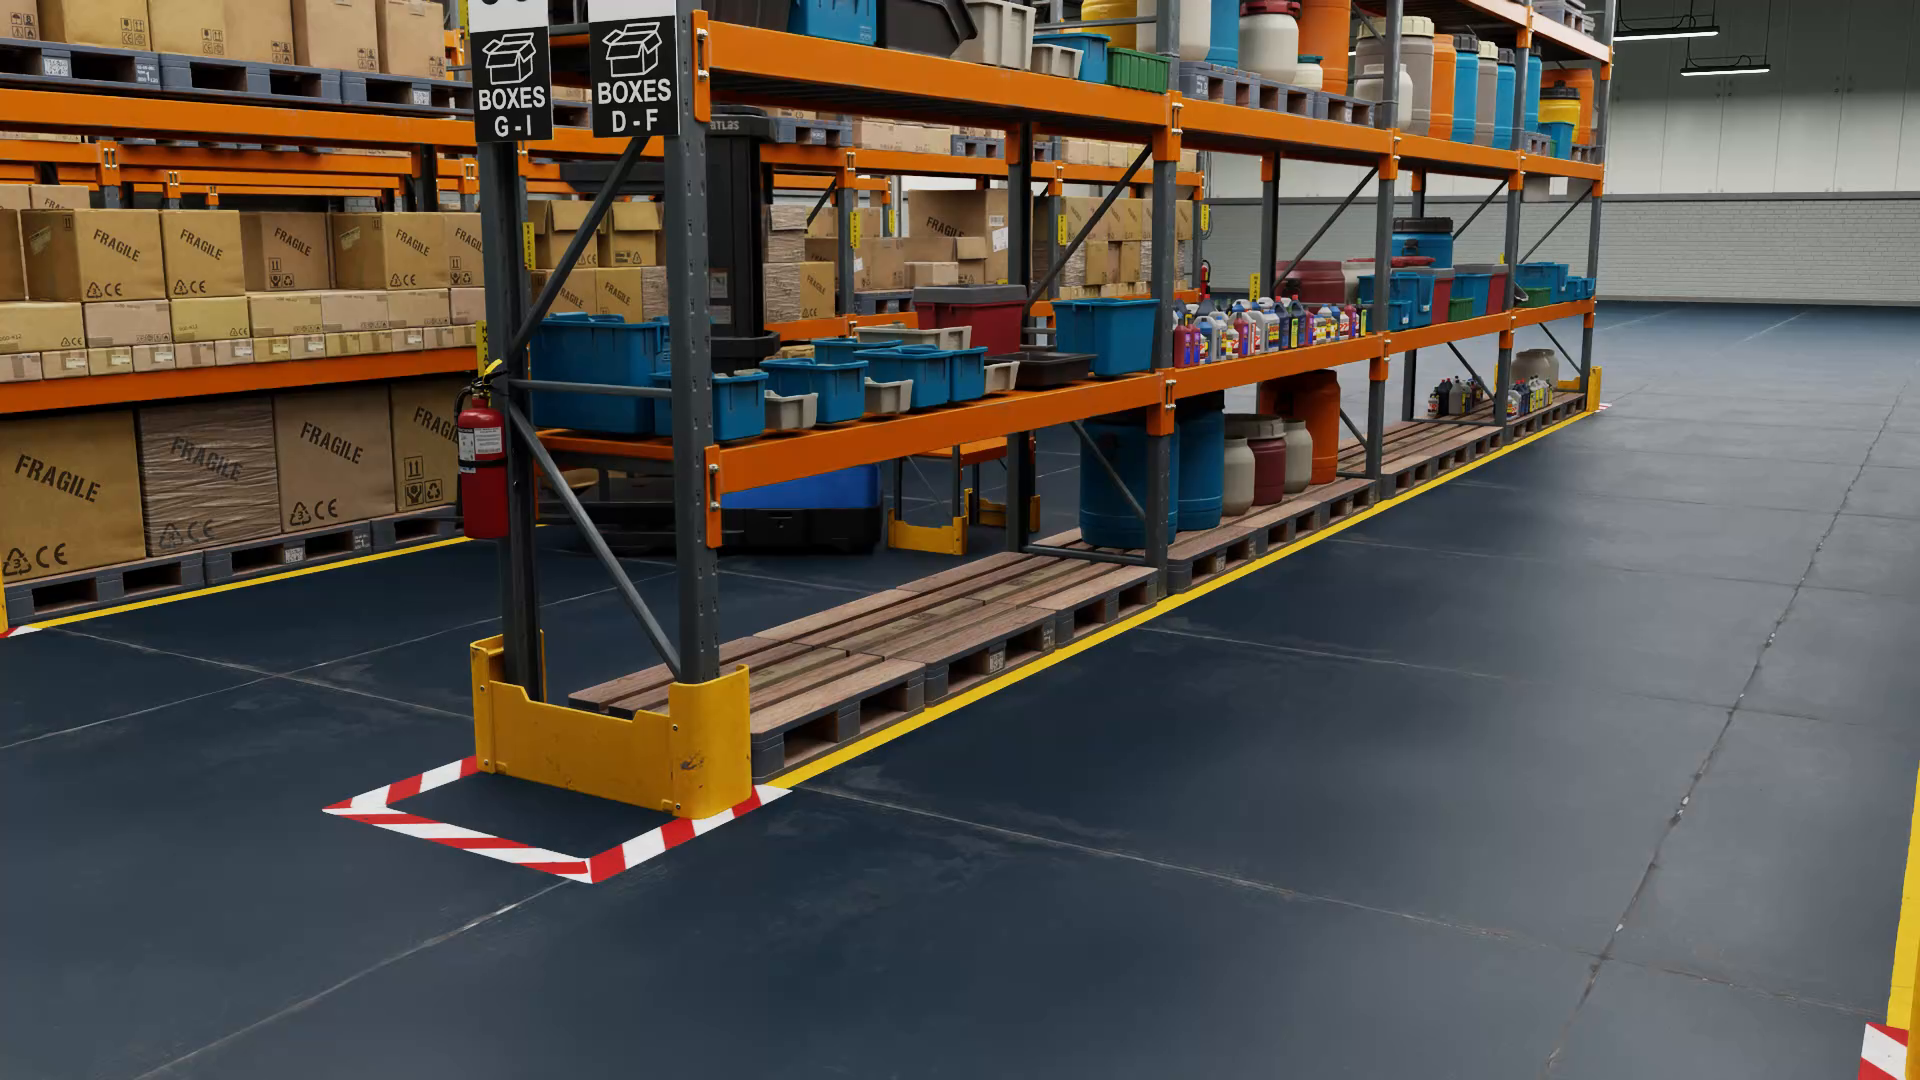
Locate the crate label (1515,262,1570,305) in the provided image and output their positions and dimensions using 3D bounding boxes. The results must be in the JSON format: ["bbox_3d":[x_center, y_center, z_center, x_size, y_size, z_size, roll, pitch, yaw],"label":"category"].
[{"bbox_3d":[6.239,-2.769,17.909,0.502,0.435,0.616,6,12,31],"label":"crate label"}]

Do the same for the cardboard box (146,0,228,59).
[{"bbox_3d":[-4.730,-3.052,9.685,0.700,0.500,0.500,5,12,27],"label":"cardboard box"}]

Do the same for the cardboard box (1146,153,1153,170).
[{"bbox_3d":[2.167,-4.682,20.480,0.500,0.250,0.500,7,13,32],"label":"cardboard box"}]

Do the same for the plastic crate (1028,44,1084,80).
[{"bbox_3d":[0.399,-2.288,8.001,0.293,0.136,0.466,6,12,31],"label":"plastic crate"}]

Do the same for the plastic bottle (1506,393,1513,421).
[{"bbox_3d":[5.427,-1.321,16.491,0.097,0.271,0.097,0,11,0],"label":"plastic bottle"}]

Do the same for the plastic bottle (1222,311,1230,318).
[{"bbox_3d":[1.916,-1.564,12.112,0.097,0.201,0.097,0,11,0],"label":"plastic bottle"}]

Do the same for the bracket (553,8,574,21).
[{"bbox_3d":[-7.912,-10.499,33.214,0.235,0.232,0.430,6,12,31],"label":"bracket"}]

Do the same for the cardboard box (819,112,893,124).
[{"bbox_3d":[-0.959,-4.100,15.336,0.500,0.500,0.500,7,12,31],"label":"cardboard box"}]

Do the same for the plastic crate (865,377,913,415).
[{"bbox_3d":[-0.344,-0.607,7.011,0.250,0.136,0.298,6,12,31],"label":"plastic crate"}]

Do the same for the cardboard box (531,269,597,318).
[{"bbox_3d":[-3.047,-1.750,12.293,0.500,0.500,0.500,6,12,31],"label":"cardboard box"}]

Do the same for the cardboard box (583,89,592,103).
[{"bbox_3d":[-2.853,-3.453,12.613,0.500,0.311,0.500,6,12,29],"label":"cardboard box"}]

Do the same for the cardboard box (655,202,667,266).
[{"bbox_3d":[-2.500,-2.502,13.584,0.797,0.503,0.637,7,13,33],"label":"cardboard box"}]

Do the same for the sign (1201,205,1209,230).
[{"bbox_3d":[3.194,-4.208,21.689,0.100,0.325,0.005,6,12,31],"label":"sign"}]

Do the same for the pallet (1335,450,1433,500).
[{"bbox_3d":[3.246,-0.556,13.764,1.003,0.211,1.213,6,12,31],"label":"pallet"}]

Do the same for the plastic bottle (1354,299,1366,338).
[{"bbox_3d":[2.965,-1.647,12.329,0.061,0.283,0.133,6,12,31],"label":"plastic bottle"}]

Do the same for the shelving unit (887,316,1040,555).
[{"bbox_3d":[0.040,-0.749,11.295,0.587,1.500,1.083,6,12,31],"label":"shelving unit"}]

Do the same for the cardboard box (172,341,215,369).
[{"bbox_3d":[-4.578,-1.086,9.700,0.380,0.149,0.250,6,12,30],"label":"cardboard box"}]

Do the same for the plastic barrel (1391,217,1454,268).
[{"bbox_3d":[4.427,-2.652,16.020,0.600,0.901,0.708,6,12,31],"label":"plastic barrel"}]

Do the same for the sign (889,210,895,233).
[{"bbox_3d":[-1.000,-4.661,24.323,0.100,0.325,0.005,6,12,31],"label":"sign"}]

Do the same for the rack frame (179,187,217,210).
[{"bbox_3d":[-12.060,-4.331,26.351,1.000,3.000,0.127,6,12,31],"label":"rack frame"}]

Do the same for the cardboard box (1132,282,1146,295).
[{"bbox_3d":[2.070,-3.106,20.489,0.380,0.149,0.250,6,12,31],"label":"cardboard box"}]

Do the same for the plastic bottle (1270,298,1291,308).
[{"bbox_3d":[2.439,-1.696,12.611,0.152,0.276,0.135,6,12,31],"label":"plastic bottle"}]

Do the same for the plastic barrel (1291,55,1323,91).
[{"bbox_3d":[2.379,-3.238,11.599,0.301,0.262,0.301,0,11,0],"label":"plastic barrel"}]

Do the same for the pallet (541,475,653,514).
[{"bbox_3d":[-3.163,-0.410,12.987,1.003,0.211,1.213,6,12,31],"label":"pallet"}]

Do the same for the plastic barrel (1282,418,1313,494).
[{"bbox_3d":[2.354,-0.616,12.127,0.421,0.512,0.421,0,11,0],"label":"plastic barrel"}]

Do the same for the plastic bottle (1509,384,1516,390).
[{"bbox_3d":[5.840,-1.509,17.483,0.152,0.276,0.135,6,12,31],"label":"plastic bottle"}]

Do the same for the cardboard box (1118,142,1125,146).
[{"bbox_3d":[1.731,-4.738,19.696,0.380,0.149,0.250,6,12,30],"label":"cardboard box"}]

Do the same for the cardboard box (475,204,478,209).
[{"bbox_3d":[-7.118,-4.671,24.370,0.700,0.500,0.500,6,12,31],"label":"cardboard box"}]

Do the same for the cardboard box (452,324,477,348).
[{"bbox_3d":[-3.512,-1.409,11.426,0.380,0.149,0.250,7,13,32],"label":"cardboard box"}]

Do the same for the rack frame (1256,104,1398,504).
[{"bbox_3d":[2.810,-1.808,12.876,1.000,3.000,0.127,6,12,31],"label":"rack frame"}]

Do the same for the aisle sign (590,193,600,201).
[{"bbox_3d":[-5.972,-5.804,27.153,0.394,0.787,0.004,6,12,31],"label":"aisle sign"}]

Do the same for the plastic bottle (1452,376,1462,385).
[{"bbox_3d":[5.242,-1.561,17.560,0.144,0.351,0.185,6,12,30],"label":"plastic bottle"}]

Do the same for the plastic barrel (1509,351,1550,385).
[{"bbox_3d":[6.427,-1.860,18.774,0.421,0.512,0.421,0,11,0],"label":"plastic barrel"}]

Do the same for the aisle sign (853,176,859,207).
[{"bbox_3d":[-1.676,-5.347,24.714,0.394,0.787,0.004,6,12,31],"label":"aisle sign"}]

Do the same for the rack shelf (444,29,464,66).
[{"bbox_3d":[-6.648,-4.855,15.891,1.077,0.370,4.000,6,12,31],"label":"rack shelf"}]

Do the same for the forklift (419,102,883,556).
[{"bbox_3d":[-2.048,-1.432,11.055,3.031,2.935,1.130,0,11,-1],"label":"forklift"}]

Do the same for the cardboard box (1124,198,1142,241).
[{"bbox_3d":[1.873,-3.881,20.150,0.500,0.500,0.500,6,12,31],"label":"cardboard box"}]

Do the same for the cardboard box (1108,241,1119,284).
[{"bbox_3d":[1.403,-3.334,19.947,0.875,0.500,0.500,6,12,31],"label":"cardboard box"}]

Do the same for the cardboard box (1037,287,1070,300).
[{"bbox_3d":[1.023,-2.792,18.814,0.380,0.149,0.250,6,12,31],"label":"cardboard box"}]

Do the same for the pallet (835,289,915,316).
[{"bbox_3d":[-1.144,-2.309,16.074,1.213,0.211,1.003,6,12,31],"label":"pallet"}]

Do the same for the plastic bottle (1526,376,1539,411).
[{"bbox_3d":[5.979,-1.535,17.422,0.144,0.351,0.185,6,12,30],"label":"plastic bottle"}]

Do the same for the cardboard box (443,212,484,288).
[{"bbox_3d":[-3.510,-1.996,11.438,0.500,0.500,0.500,7,13,32],"label":"cardboard box"}]

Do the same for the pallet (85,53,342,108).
[{"bbox_3d":[-4.568,-2.764,10.073,1.003,0.211,1.213,6,12,31],"label":"pallet"}]

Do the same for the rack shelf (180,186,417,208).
[{"bbox_3d":[-11.022,-5.766,27.821,1.077,0.370,4.000,6,12,31],"label":"rack shelf"}]

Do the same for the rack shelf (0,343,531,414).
[{"bbox_3d":[-4.538,-0.984,10.430,1.077,0.370,4.000,6,12,31],"label":"rack shelf"}]

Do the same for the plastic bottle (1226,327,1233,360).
[{"bbox_3d":[1.624,-1.206,10.201,0.097,0.201,0.097,0,11,0],"label":"plastic bottle"}]

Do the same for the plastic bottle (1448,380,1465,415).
[{"bbox_3d":[5.098,-1.467,17.054,0.144,0.351,0.185,6,12,31],"label":"plastic bottle"}]

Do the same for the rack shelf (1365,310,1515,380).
[{"bbox_3d":[3.849,-1.769,14.623,1.077,0.370,4.000,6,12,31],"label":"rack shelf"}]

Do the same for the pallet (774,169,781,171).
[{"bbox_3d":[-3.099,-4.959,21.794,1.003,0.211,1.213,6,12,31],"label":"pallet"}]

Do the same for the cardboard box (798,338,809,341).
[{"bbox_3d":[-2.682,-2.797,22.789,0.875,0.875,0.875,6,12,31],"label":"cardboard box"}]

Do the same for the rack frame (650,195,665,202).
[{"bbox_3d":[-3.533,-3.400,21.380,1.000,3.000,0.127,6,12,31],"label":"rack frame"}]

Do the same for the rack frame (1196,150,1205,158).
[{"bbox_3d":[2.731,-6.488,21.572,1.000,3.000,0.127,6,12,31],"label":"rack frame"}]

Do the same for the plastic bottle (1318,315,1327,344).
[{"bbox_3d":[2.517,-1.477,11.647,0.097,0.201,0.097,0,11,0],"label":"plastic bottle"}]

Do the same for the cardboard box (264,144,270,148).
[{"bbox_3d":[-6.642,-4.072,16.544,0.500,0.500,0.500,6,12,31],"label":"cardboard box"}]

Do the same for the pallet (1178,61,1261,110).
[{"bbox_3d":[1.057,-2.693,9.966,1.213,0.211,1.003,6,12,31],"label":"pallet"}]

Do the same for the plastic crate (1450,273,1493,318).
[{"bbox_3d":[4.580,-2.226,15.153,0.392,0.384,0.575,6,12,31],"label":"plastic crate"}]
